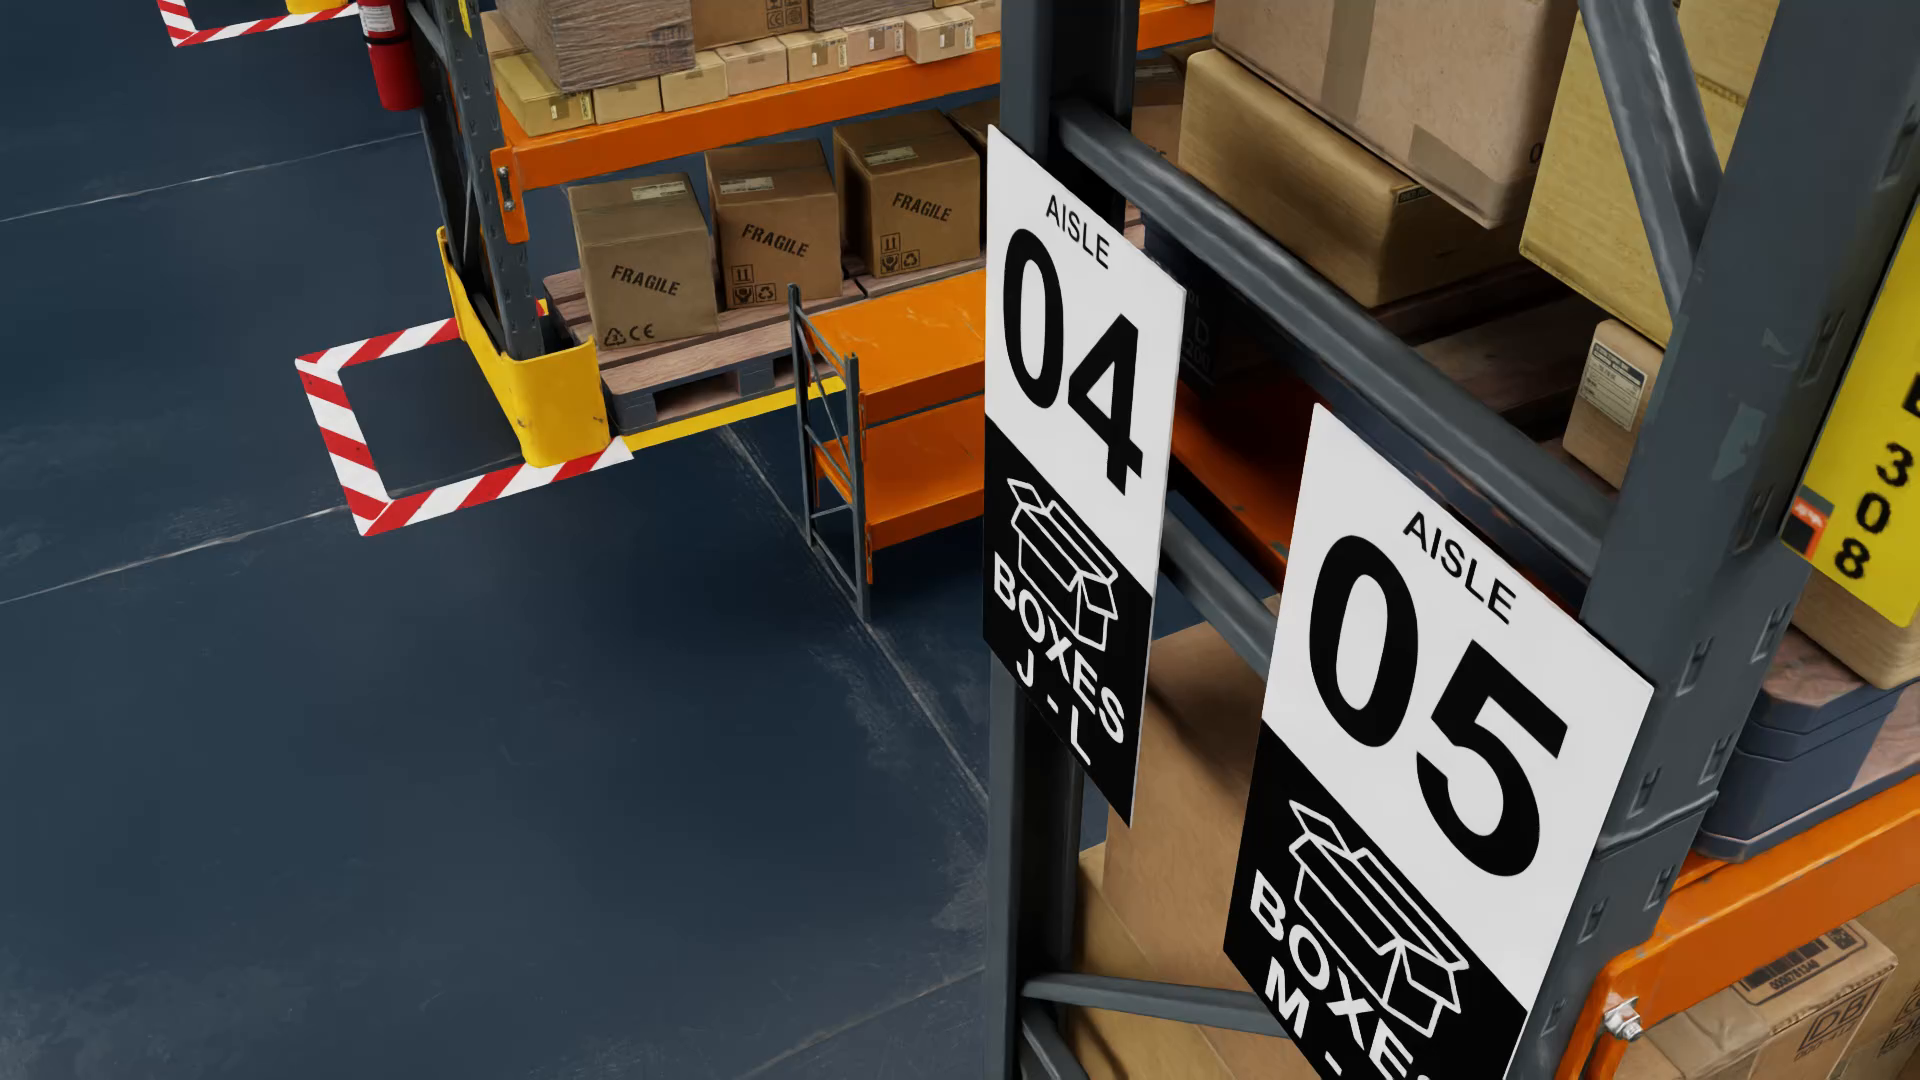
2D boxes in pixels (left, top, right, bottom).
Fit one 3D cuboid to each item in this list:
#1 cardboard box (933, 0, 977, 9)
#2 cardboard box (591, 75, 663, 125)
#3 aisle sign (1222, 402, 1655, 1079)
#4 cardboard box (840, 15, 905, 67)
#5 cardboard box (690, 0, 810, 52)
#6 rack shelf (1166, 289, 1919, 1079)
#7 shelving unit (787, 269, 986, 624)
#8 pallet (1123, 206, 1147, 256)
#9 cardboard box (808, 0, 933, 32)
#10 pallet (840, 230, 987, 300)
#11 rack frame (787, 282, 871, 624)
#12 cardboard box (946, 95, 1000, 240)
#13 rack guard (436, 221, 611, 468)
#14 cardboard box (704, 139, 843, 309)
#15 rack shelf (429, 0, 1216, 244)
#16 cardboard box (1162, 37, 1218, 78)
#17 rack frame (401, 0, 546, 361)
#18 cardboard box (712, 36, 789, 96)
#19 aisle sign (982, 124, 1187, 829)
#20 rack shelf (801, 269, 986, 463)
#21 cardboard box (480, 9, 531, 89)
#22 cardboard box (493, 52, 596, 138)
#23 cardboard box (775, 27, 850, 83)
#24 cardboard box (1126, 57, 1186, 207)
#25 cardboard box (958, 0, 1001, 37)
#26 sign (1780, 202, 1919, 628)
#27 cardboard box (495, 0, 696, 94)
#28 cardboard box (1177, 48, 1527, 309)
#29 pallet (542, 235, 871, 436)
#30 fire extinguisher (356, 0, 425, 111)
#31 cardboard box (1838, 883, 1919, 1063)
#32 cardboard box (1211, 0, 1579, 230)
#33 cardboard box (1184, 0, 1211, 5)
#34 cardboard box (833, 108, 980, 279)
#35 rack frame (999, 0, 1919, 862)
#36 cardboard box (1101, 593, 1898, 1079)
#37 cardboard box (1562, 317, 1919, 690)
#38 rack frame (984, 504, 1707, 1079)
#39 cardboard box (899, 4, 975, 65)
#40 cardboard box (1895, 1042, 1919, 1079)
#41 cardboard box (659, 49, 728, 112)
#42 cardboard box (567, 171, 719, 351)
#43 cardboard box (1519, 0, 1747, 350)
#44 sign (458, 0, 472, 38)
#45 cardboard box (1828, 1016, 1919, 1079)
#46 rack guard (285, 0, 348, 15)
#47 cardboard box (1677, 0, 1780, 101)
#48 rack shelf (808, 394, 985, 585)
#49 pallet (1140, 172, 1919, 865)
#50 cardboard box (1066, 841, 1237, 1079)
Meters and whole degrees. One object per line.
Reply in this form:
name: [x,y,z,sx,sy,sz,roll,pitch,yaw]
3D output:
cardboard box: [-0.075,-2.564,6.650,0.500,0.500,0.875,-19,44,-21]
cardboard box: [-1.283,-1.696,6.126,0.250,0.149,0.380,-19,44,-21]
aisle sign: [0.401,0.294,1.569,0.004,0.787,0.394,-19,44,-21]
cardboard box: [-0.408,-2.009,6.496,0.250,0.149,0.380,-19,44,-21]
cardboard box: [-0.987,-2.297,6.335,0.500,0.500,0.875,-19,44,-21]
rack shelf: [2.099,-0.374,2.606,4.000,0.370,1.077,-19,44,-21]
shelving unit: [0.006,-0.431,5.889,1.048,1.125,0.538,-19,44,-21]
pallet: [1.092,-1.688,8.081,1.213,0.211,1.003,-19,44,-21]
cardboard box: [-0.524,-2.422,6.482,0.500,0.500,0.875,-19,44,-21]
pallet: [0.009,-1.322,7.648,1.213,0.211,1.003,-19,44,-21]
rack frame: [-0.445,-0.280,5.710,0.032,1.125,0.500,-19,44,-21]
cardboard box: [0.280,-1.677,7.520,0.500,0.500,0.500,-22,45,-24]
rack guard: [-1.809,-0.848,6.865,0.348,0.500,1.175,-19,44,-21]
cardboard box: [-0.800,-1.360,7.145,0.500,0.500,0.500,-8,41,-9]
rack shelf: [-0.102,-2.102,6.968,4.000,0.370,1.077,-19,44,-21]
cardboard box: [1.298,-2.083,7.999,0.500,0.500,0.500,-20,44,-22]
rack frame: [-1.876,-1.779,6.030,0.127,3.000,1.000,-19,44,-21]
cardboard box: [-0.842,-1.848,6.306,0.250,0.149,0.380,-19,44,-21]
aisle sign: [0.124,-0.050,1.975,0.004,0.787,0.394,-19,44,-21]
rack shelf: [0.006,-0.655,5.700,1.000,0.278,0.538,-19,44,-21]
cardboard box: [-1.719,-1.887,6.352,0.250,0.149,0.380,-19,44,-21]
cardboard box: [-1.513,-1.632,6.051,0.250,0.149,0.380,-19,44,-21]
cardboard box: [-0.617,-1.919,6.389,0.250,0.149,0.380,-19,44,-21]
cardboard box: [0.794,-1.908,7.792,0.500,0.500,0.500,-6,41,-7]
cardboard box: [0.023,-2.175,6.692,0.250,0.149,0.380,-19,44,-21]
sign: [0.577,-0.096,0.982,0.005,0.325,0.100,-19,44,-21]
cardboard box: [-1.376,-2.080,6.077,0.500,0.500,0.875,-19,44,-21]
cardboard box: [0.464,-0.448,1.928,0.250,0.149,0.380,-19,44,-21]
pallet: [-1.072,-0.960,7.221,1.213,0.211,1.003,-19,44,-21]
fire extinguisher: [-2.190,-1.980,6.327,0.183,0.674,0.296,-19,44,-21]
cardboard box: [1.118,0.318,2.601,0.550,0.550,0.875,-19,44,-21]
cardboard box: [0.631,-0.613,1.814,0.500,0.250,0.500,-18,43,-20]
cardboard box: [0.971,-2.397,6.954,0.250,0.149,0.380,-19,44,-21]
cardboard box: [-0.236,-1.536,7.353,0.500,0.500,0.500,-15,42,-17]
rack frame: [0.326,-1.197,0.699,0.127,3.000,1.000,-19,44,-21]
cardboard box: [0.672,0.535,2.344,0.550,0.550,0.875,-19,44,-21]
cardboard box: [0.778,-0.073,1.485,0.250,0.149,0.380,-18,44,-20]
rack frame: [0.326,1.093,2.637,0.127,3.000,1.000,-19,44,-21]
cardboard box: [-0.138,-2.024,6.514,0.250,0.149,0.380,-19,44,-21]
cardboard box: [1.666,0.627,3.071,0.550,0.550,0.875,-19,44,-21]
cardboard box: [-1.054,-1.762,6.204,0.250,0.149,0.380,-19,44,-21]
cardboard box: [-1.314,-1.162,6.911,0.500,0.500,0.500,-11,41,-13]
cardboard box: [0.872,-0.304,1.449,0.500,0.250,0.500,-19,44,-21]
sign: [-1.625,-1.799,5.384,0.005,0.325,0.100,-19,44,-21]
cardboard box: [1.111,0.722,2.959,0.550,0.550,0.875,-19,44,-21]
rack guard: [-4.118,-3.713,10.250,0.348,0.500,1.175,-19,44,-21]
cardboard box: [0.769,-0.376,1.226,0.250,0.149,0.380,-18,43,-20]
rack shelf: [0.006,-0.245,6.047,1.000,0.278,0.538,-19,44,-21]
pallet: [0.979,-0.246,1.965,1.213,0.211,1.003,-19,44,-21]
cardboard box: [0.634,0.899,2.750,0.550,0.550,0.875,-19,44,-21]
